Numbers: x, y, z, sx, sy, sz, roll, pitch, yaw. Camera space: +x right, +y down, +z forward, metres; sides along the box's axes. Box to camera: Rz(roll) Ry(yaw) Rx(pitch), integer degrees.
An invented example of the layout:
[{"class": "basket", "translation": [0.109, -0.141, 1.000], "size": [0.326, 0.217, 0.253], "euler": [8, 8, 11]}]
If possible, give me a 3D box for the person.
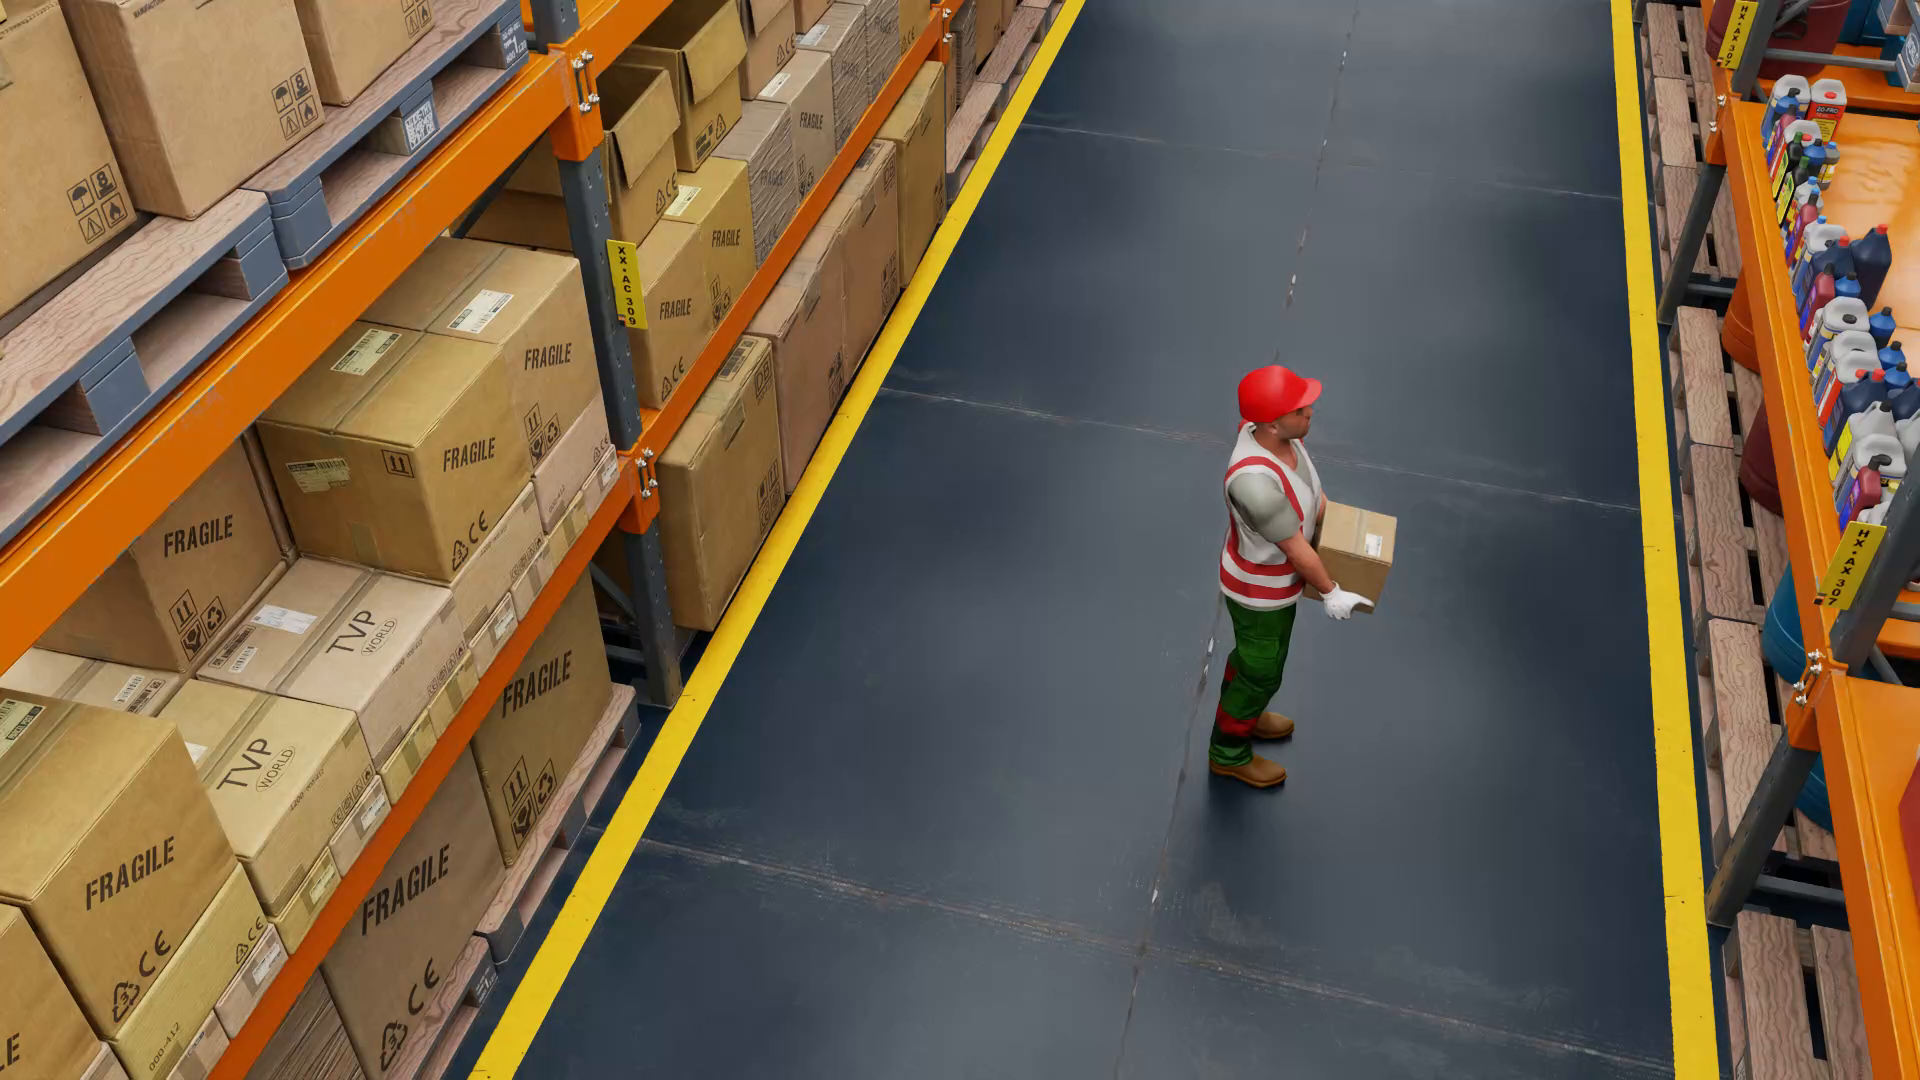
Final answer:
[{"class": "person", "translation": [1.196, 0.151, 5.969], "size": [0.573, 1.782, 0.494], "euler": [10, 42, 11]}]
